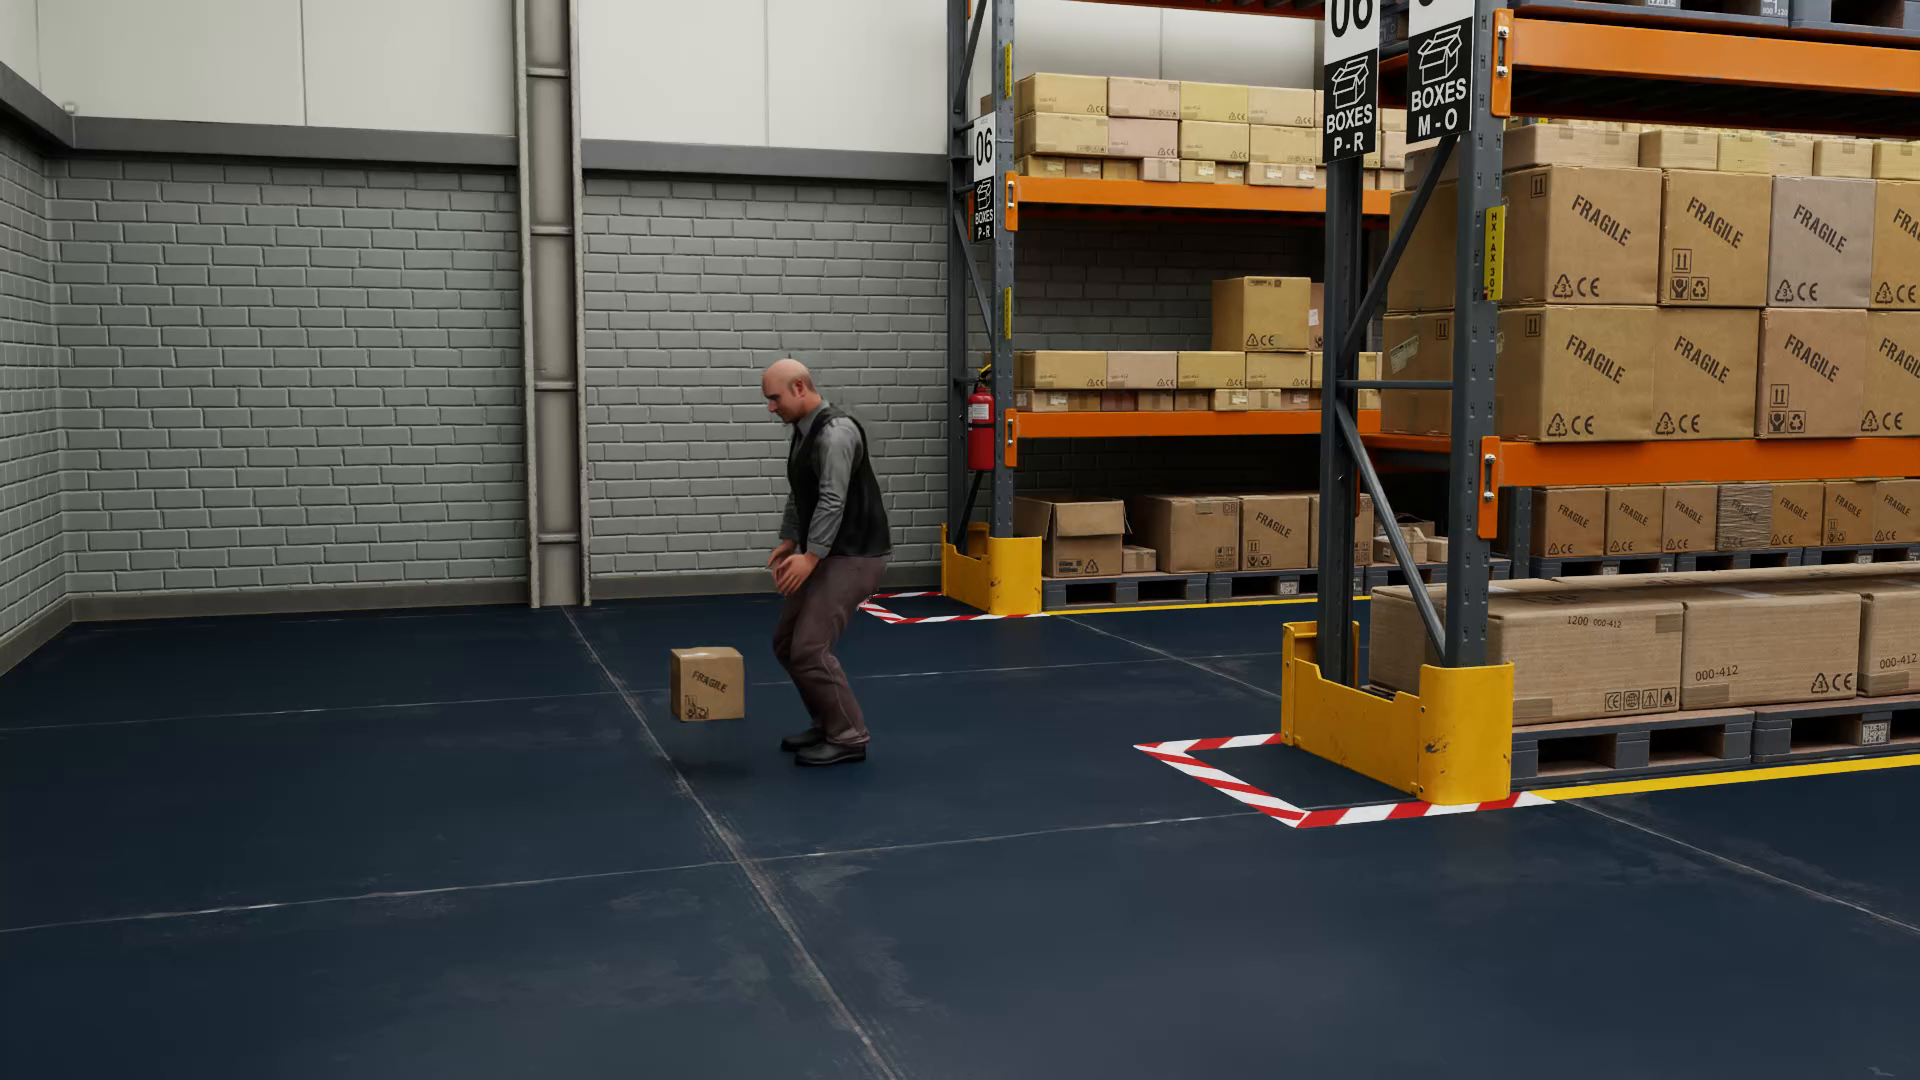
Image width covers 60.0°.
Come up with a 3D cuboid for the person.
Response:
[{"bbox_3d":[-0.550,0.083,6.691,0.483,1.617,0.574,-2,6,-17],"label":"person"}]
